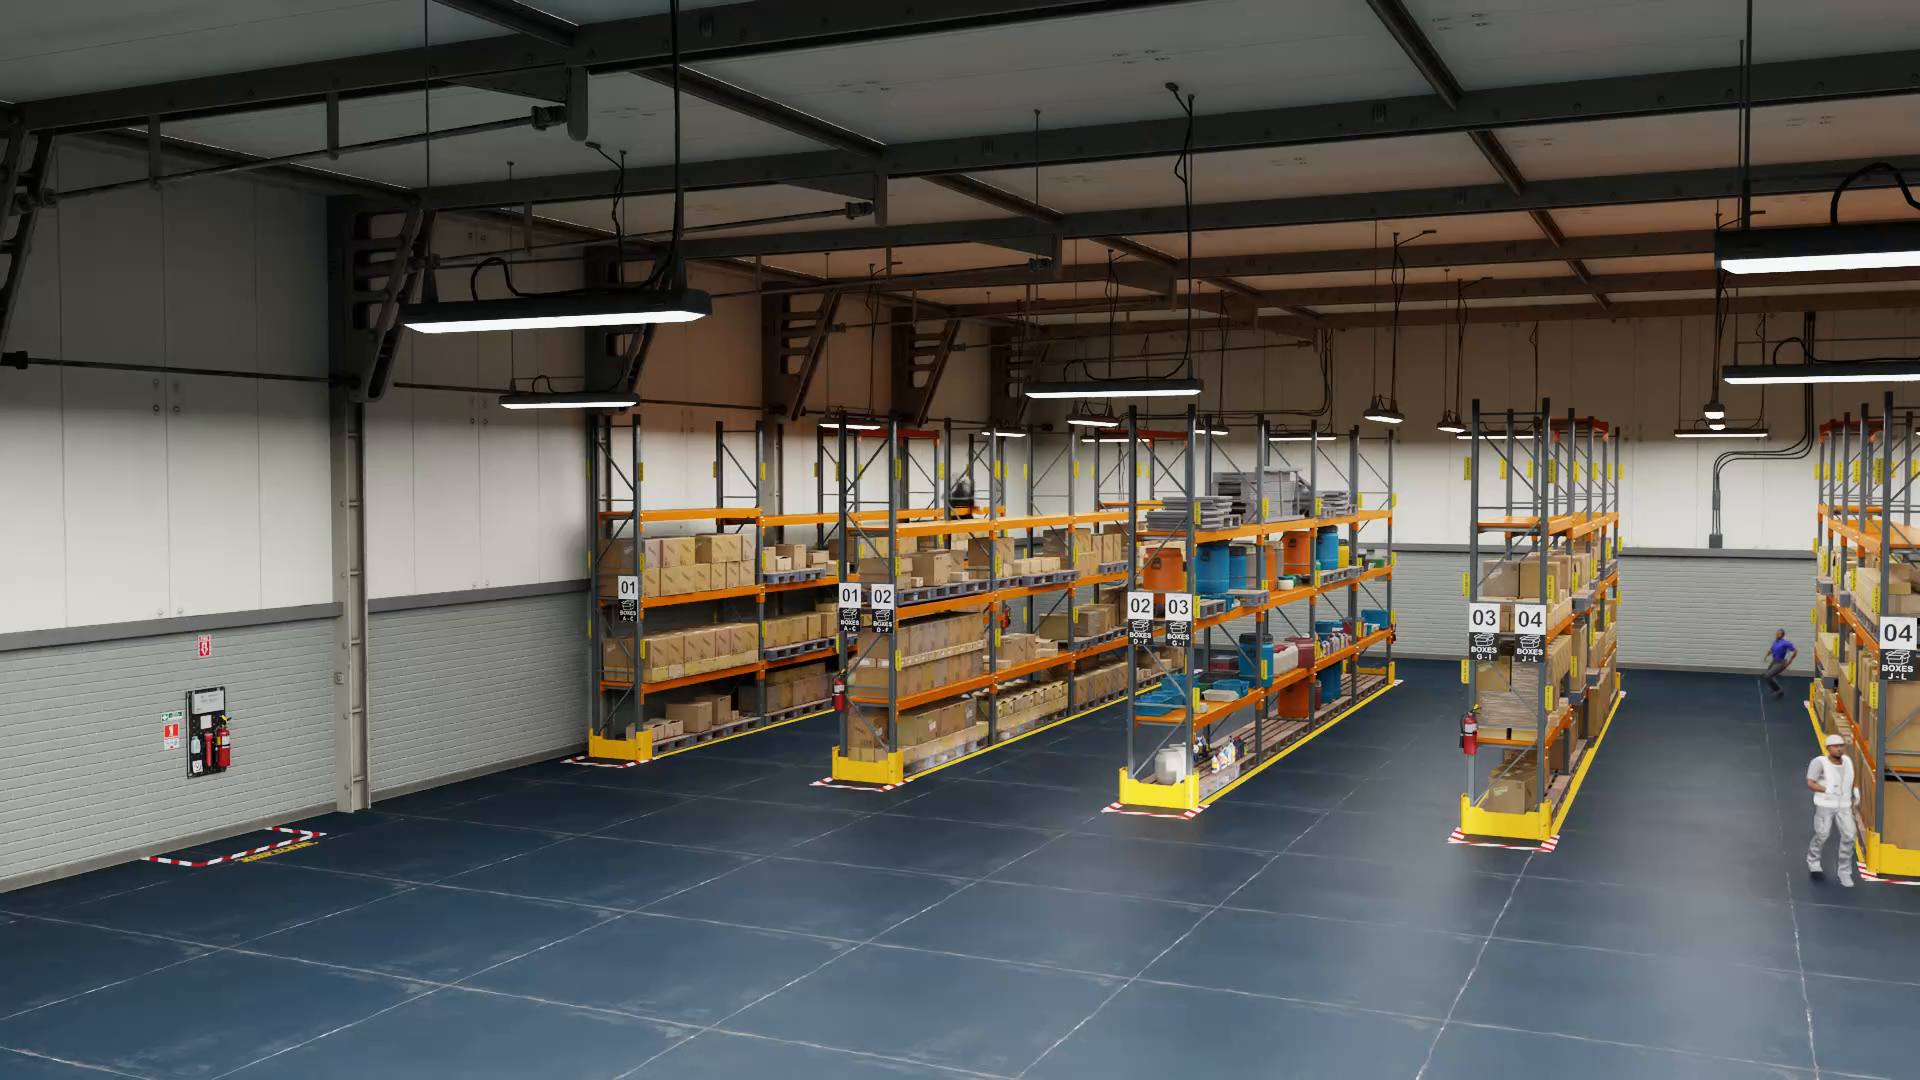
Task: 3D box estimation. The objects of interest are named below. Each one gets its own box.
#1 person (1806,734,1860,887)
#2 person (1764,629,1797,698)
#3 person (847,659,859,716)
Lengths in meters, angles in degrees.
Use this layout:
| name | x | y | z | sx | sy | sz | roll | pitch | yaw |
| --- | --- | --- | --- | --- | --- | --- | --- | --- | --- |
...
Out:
| name | x | y | z | sx | sy | sz | roll | pitch | yaw |
| --- | --- | --- | --- | --- | --- | --- | --- | --- | --- |
| person | 10.643 | 3.291 | 20.252 | 0.708 | 1.864 | 0.767 | 0 | 2 | 1 |
| person | 17.991 | 2.725 | 36.561 | 0.606 | 1.568 | 0.731 | 0 | 2 | -5 |
| person | -1.958 | 2.968 | 30.073 | 0.560 | 1.653 | 1.004 | 1 | 3 | 25 |
